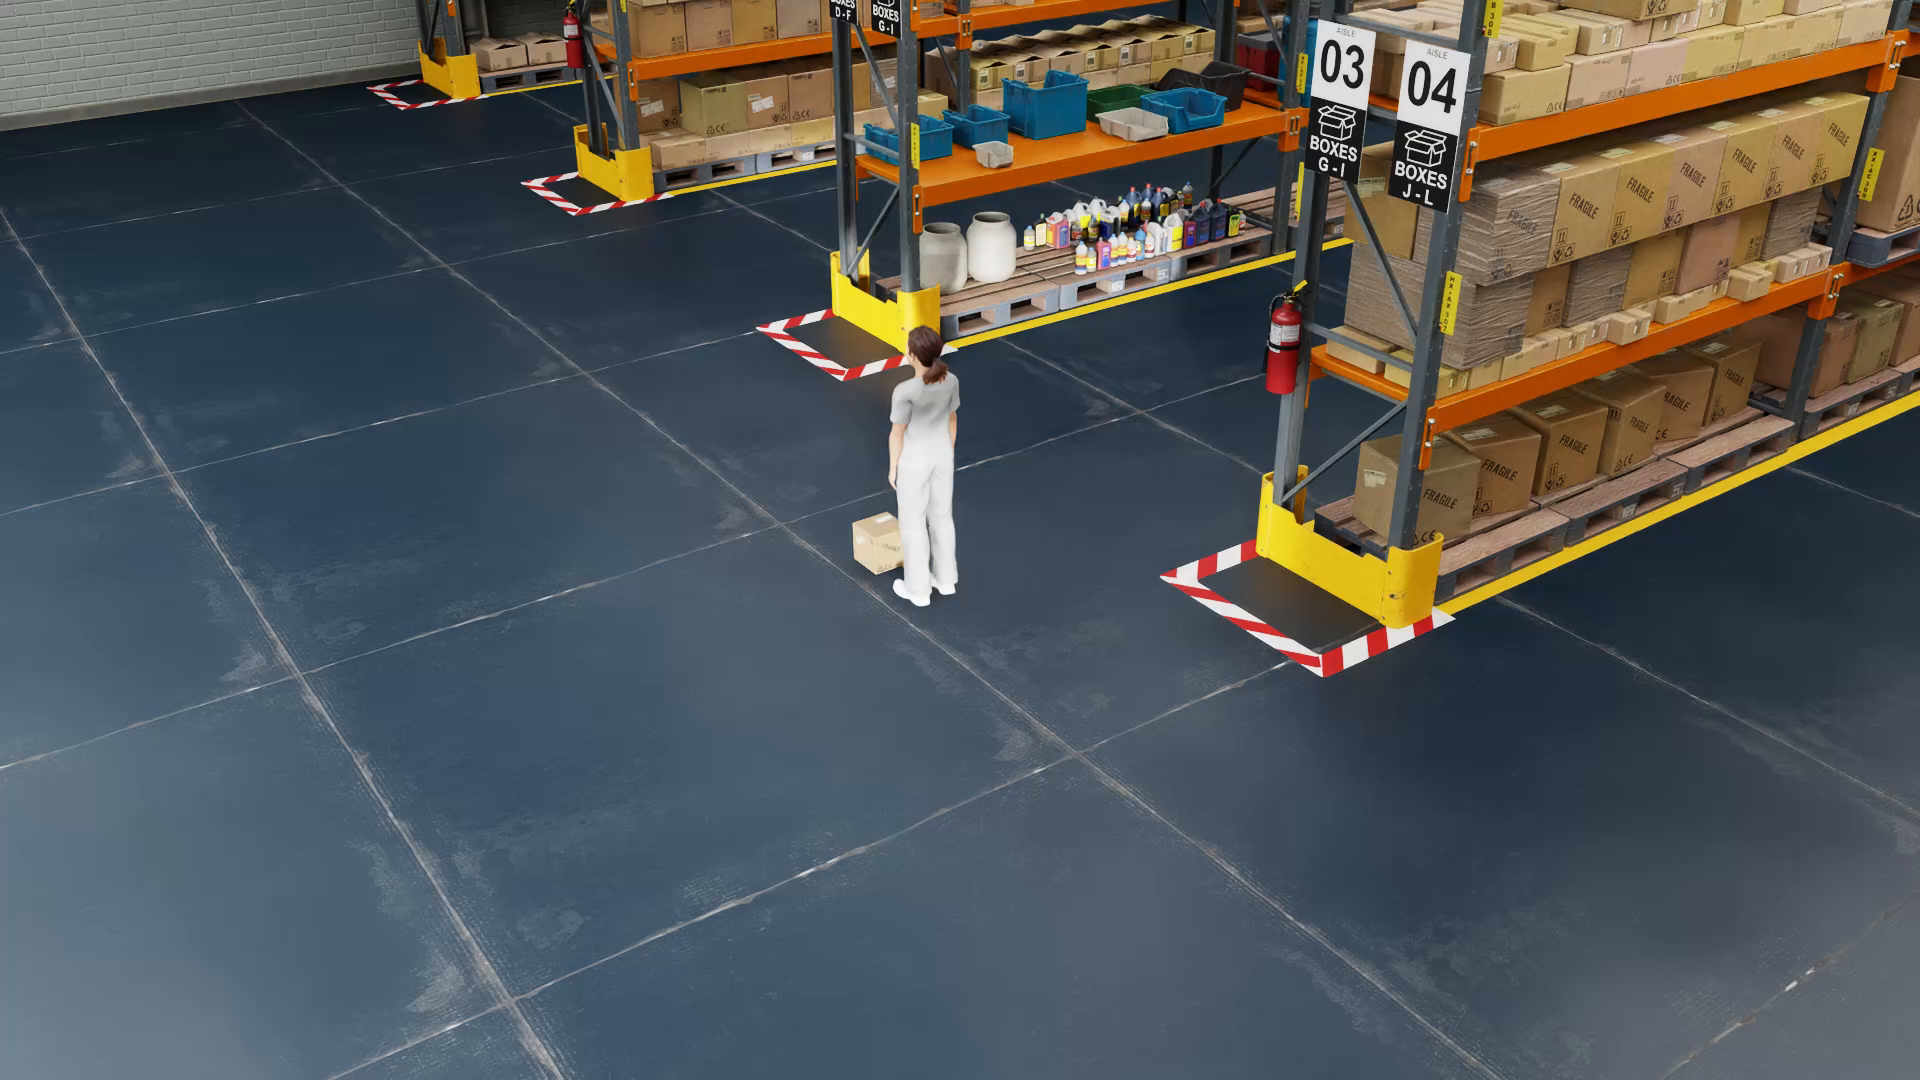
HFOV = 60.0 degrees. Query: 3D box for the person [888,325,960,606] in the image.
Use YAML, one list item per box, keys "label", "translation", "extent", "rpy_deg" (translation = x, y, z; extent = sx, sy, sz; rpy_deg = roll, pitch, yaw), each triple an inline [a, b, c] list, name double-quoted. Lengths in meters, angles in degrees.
- label: "person"
  translation: [-0.205, -0.407, 9.392]
  extent: [0.440, 1.698, 0.361]
  rpy_deg: [-18, 34, -30]
